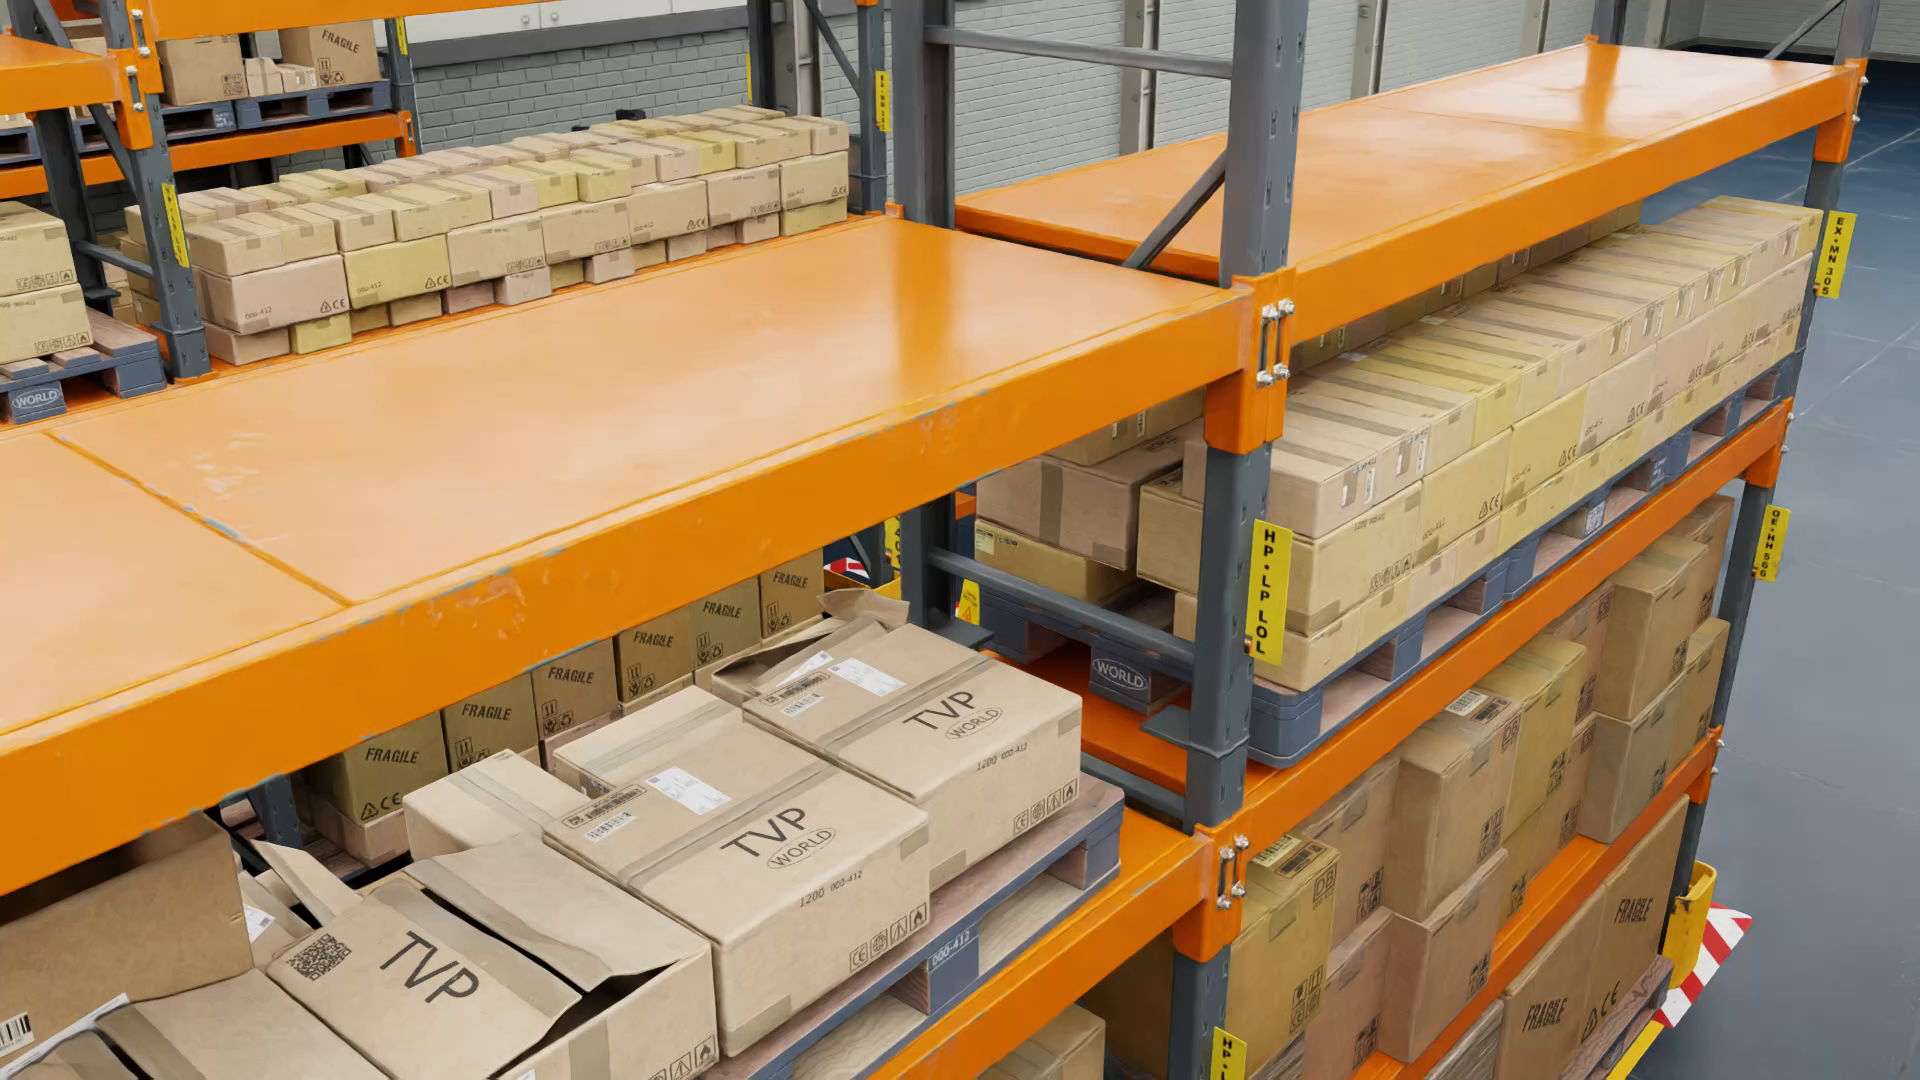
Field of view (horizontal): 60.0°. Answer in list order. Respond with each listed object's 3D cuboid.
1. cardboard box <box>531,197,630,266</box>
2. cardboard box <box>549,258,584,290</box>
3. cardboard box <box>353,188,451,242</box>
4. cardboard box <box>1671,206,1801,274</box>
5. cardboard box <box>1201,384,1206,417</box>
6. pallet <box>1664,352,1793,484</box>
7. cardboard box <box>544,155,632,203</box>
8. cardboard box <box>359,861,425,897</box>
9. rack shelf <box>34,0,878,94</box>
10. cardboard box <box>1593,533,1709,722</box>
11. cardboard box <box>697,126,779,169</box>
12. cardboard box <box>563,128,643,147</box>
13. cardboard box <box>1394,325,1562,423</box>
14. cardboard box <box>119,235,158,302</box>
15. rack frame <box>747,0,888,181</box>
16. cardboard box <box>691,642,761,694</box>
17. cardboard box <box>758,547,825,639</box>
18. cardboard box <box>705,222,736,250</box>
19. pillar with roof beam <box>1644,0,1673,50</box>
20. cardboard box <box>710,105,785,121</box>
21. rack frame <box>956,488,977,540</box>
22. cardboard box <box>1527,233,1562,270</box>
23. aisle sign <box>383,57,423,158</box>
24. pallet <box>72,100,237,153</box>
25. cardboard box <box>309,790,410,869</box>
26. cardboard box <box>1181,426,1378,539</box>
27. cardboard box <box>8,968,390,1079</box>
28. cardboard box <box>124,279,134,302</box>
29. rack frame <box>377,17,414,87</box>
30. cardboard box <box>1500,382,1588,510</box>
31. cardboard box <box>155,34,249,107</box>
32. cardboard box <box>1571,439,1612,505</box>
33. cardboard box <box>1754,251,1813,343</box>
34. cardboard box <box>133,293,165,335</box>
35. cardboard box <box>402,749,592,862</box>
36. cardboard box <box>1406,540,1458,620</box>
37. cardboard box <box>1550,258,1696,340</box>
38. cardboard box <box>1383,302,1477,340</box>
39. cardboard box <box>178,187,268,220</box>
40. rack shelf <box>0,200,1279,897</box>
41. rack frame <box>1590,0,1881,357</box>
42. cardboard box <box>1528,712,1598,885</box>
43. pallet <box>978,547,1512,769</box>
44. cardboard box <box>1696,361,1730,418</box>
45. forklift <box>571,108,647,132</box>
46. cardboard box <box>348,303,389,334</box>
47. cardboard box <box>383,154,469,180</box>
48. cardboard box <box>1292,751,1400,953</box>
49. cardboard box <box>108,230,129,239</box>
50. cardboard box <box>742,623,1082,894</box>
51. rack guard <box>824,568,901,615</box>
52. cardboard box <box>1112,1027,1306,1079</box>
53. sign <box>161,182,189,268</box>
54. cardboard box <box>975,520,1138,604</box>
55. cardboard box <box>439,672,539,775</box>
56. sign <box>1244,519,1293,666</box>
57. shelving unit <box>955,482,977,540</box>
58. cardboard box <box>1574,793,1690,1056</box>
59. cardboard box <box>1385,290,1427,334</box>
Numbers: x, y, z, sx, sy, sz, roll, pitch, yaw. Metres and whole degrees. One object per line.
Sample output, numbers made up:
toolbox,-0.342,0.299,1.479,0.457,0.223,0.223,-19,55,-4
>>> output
cardboard box,-1.984,-1.561,8.190,0.500,0.250,0.500,21,31,38
cardboard box,-2.076,-1.355,8.218,0.380,0.149,0.250,20,31,38
cardboard box,-2.515,-1.465,7.489,0.380,0.149,0.250,20,31,37
cardboard box,2.785,-1.085,6.004,0.380,0.149,0.250,20,31,38
cardboard box,0.599,-0.489,4.675,0.380,0.149,0.250,20,31,37
pallet,2.438,-0.600,6.335,1.003,0.211,1.213,20,31,38
cardboard box,-1.833,-1.779,8.189,0.380,0.149,0.250,21,32,39
cardboard box,-2.153,1.669,6.961,0.500,0.500,0.500,20,31,38
rack shelf,-2.164,-2.620,7.948,1.077,0.370,4.000,20,31,38
cardboard box,2.350,0.234,6.531,0.875,0.550,0.550,20,31,38
cardboard box,-1.192,-2.105,8.915,0.380,0.149,0.250,20,31,37
cardboard box,-1.904,-2.088,8.879,0.380,0.149,0.250,20,31,37
cardboard box,1.430,-0.466,4.625,0.380,0.149,0.250,21,31,38
cardboard box,-3.403,-1.247,7.490,0.500,0.250,0.500,20,31,37
rack frame,-0.829,-3.559,9.159,1.000,3.000,0.127,20,31,38
cardboard box,-1.520,0.717,9.803,0.500,0.250,0.500,20,31,38
cardboard box,-1.169,0.215,10.006,0.500,0.500,0.500,20,31,38
cardboard box,-1.422,-1.675,8.931,0.380,0.149,0.250,20,31,38
pillar with roof beam,17.564,-12.912,30.019,9.100,9.000,0.400,20,31,38
cardboard box,-1.218,-2.387,9.544,0.380,0.149,0.250,20,31,37
rack frame,0.046,-0.500,12.053,0.200,1.050,0.008,20,31,38
cardboard box,1.957,-1.110,6.061,0.380,0.149,0.250,21,31,38
aisle sign,-4.265,-3.302,12.741,0.394,0.787,0.004,20,31,38
pallet,-5.833,-2.922,11.514,1.003,0.211,1.213,20,31,38
cardboard box,-2.904,1.354,8.382,0.500,0.250,0.500,18,30,35
cardboard box,0.751,-0.155,3.931,0.380,0.149,0.250,20,31,38
cardboard box,-1.090,0.902,2.350,0.500,0.311,0.500,19,31,37
cardboard box,-5.742,-1.789,11.631,0.380,0.149,0.250,19,31,36
rack frame,-4.528,-4.913,12.179,1.000,3.000,0.127,20,31,38
cardboard box,1.462,-0.336,4.821,0.500,0.250,0.500,20,31,37
cardboard box,-5.400,-3.341,11.582,0.700,0.500,0.500,20,31,38
cardboard box,1.766,-0.255,5.128,0.380,0.149,0.250,21,31,38
cardboard box,2.806,-0.948,6.188,0.500,0.250,0.500,21,31,38
cardboard box,-3.515,-1.036,7.507,0.380,0.149,0.250,20,31,38
cardboard box,-0.874,0.583,3.260,0.380,0.149,0.250,20,31,38
cardboard box,1.090,0.054,4.440,0.380,0.149,0.250,20,31,37
cardboard box,2.104,-0.773,5.309,0.380,0.149,0.250,20,31,37
cardboard box,1.402,-0.635,5.489,0.500,0.250,0.500,20,31,37
cardboard box,-3.333,-1.477,7.515,0.380,0.149,0.250,19,30,36
rack shelf,-1.080,0.101,2.365,1.077,0.370,4.000,20,31,38
rack frame,2.925,-2.238,6.213,1.000,3.000,0.127,20,31,38
cardboard box,1.893,0.866,6.439,0.875,0.550,0.550,20,31,38
pallet,0.809,0.144,4.677,1.003,0.211,1.213,20,31,38
cardboard box,2.447,-0.566,5.823,0.380,0.149,0.250,21,31,38
forklift,-2.869,-1.664,12.350,3.031,2.935,1.130,6,25,14
cardboard box,-2.808,-1.055,7.548,0.380,0.149,0.250,20,31,38
cardboard box,-2.634,-1.790,8.214,0.380,0.149,0.250,21,31,38
cardboard box,0.808,0.855,5.145,0.875,0.550,0.550,20,31,38
cardboard box,-5.965,-2.145,12.061,0.380,0.149,0.250,20,31,38
cardboard box,-0.097,0.440,3.456,0.500,0.250,0.500,21,31,38
rack guard,-0.880,0.343,10.846,1.175,0.500,0.348,20,31,38
cardboard box,0.493,1.534,4.950,0.875,0.550,0.550,20,31,38
sign,-3.083,-1.236,6.533,0.100,0.325,0.005,20,31,38
cardboard box,0.260,0.029,4.496,0.380,0.149,0.250,20,31,37
cardboard box,-2.555,0.846,8.599,0.500,0.500,0.500,22,32,40
sign,0.666,0.115,3.615,0.100,0.325,0.005,20,31,38
shelving unit,-0.036,-0.463,11.970,0.215,1.050,0.252,20,31,38
cardboard box,2.521,1.502,7.288,0.875,0.875,0.875,20,31,38
cardboard box,1.275,-0.798,5.366,0.380,0.149,0.250,21,31,38
